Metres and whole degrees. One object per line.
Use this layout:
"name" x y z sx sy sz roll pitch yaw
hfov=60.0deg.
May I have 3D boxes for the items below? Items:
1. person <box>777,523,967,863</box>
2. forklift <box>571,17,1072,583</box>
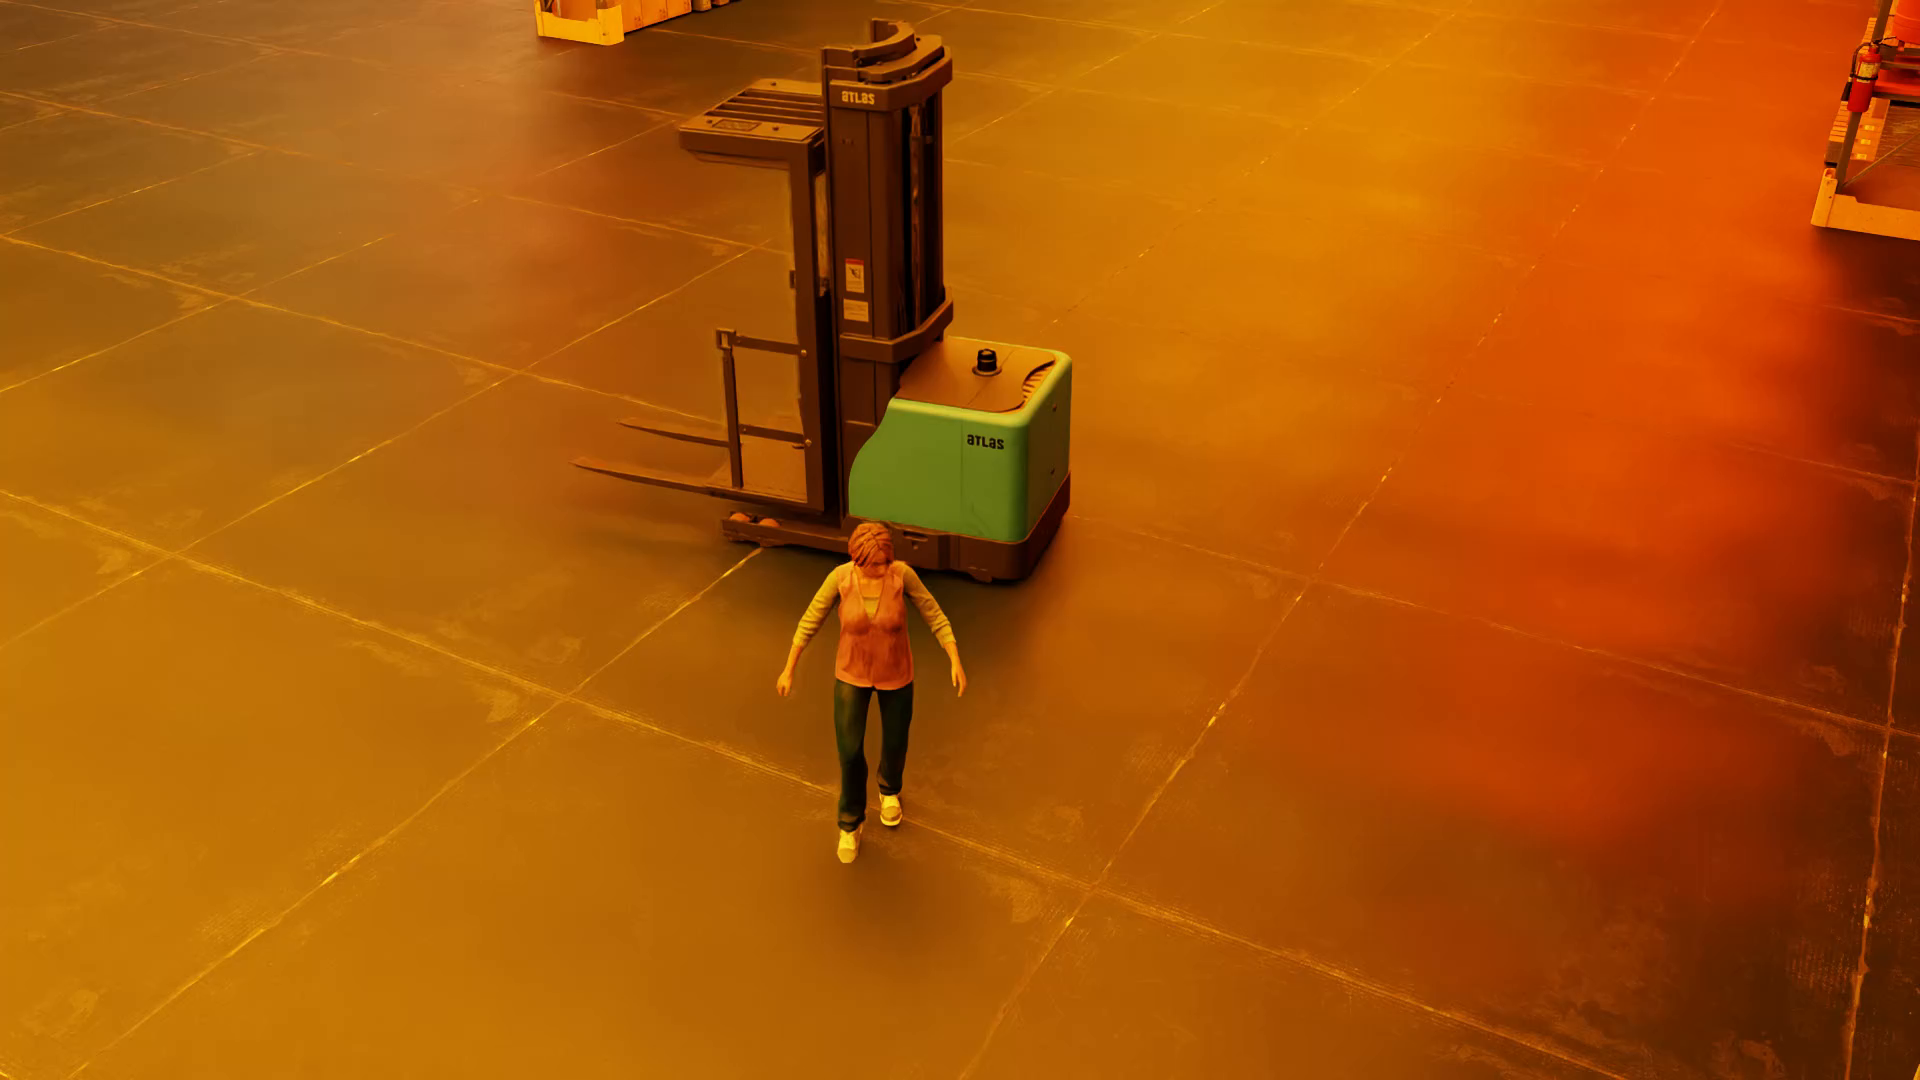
"person" -0.391 0.666 7.328 0.835 1.607 0.529 0 30 -1
"forklift" -0.899 -1.464 9.608 3.031 2.935 1.130 10 31 17
